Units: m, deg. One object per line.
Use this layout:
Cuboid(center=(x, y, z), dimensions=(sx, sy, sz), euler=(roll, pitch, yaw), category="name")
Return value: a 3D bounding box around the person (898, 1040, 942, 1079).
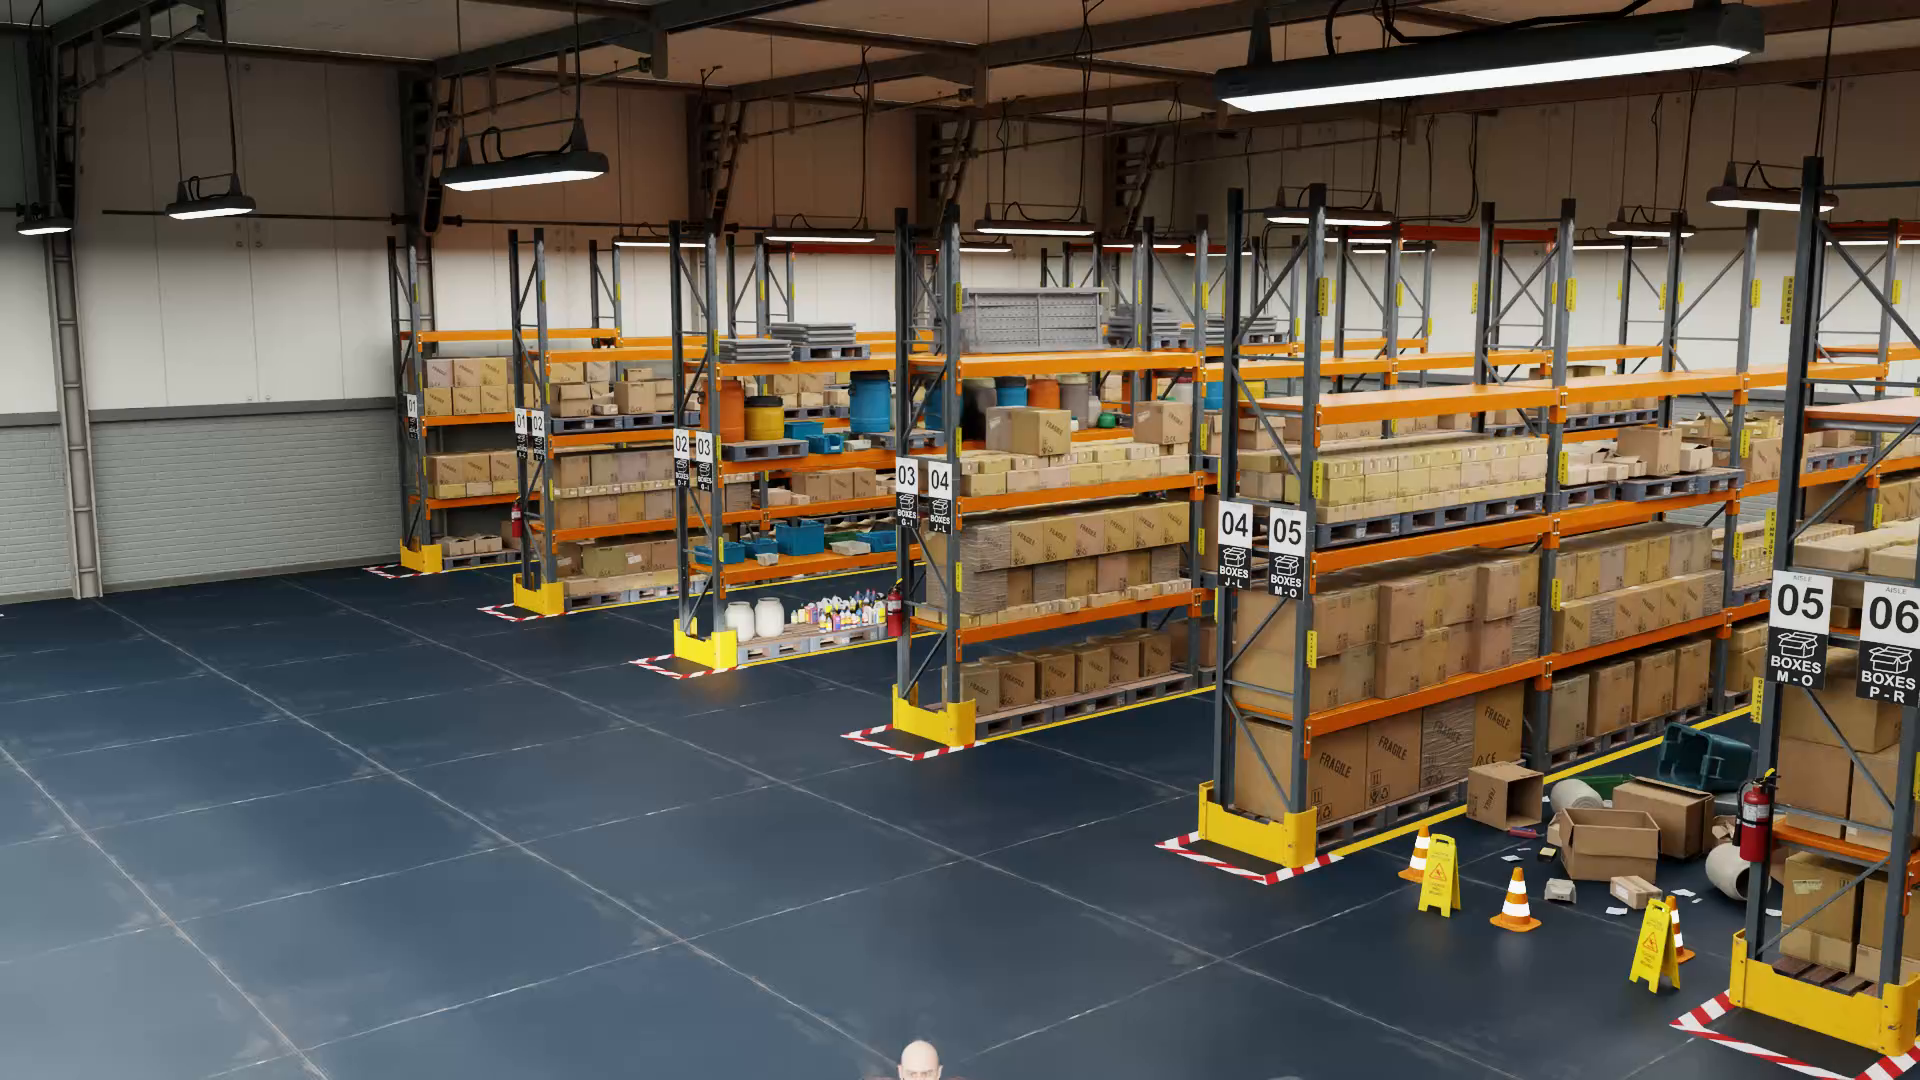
Cuboid(center=(-0.184, 3.142, 7.555), dimensions=(0.694, 1.823, 0.876), euler=(0, 9, 1), category="person")
